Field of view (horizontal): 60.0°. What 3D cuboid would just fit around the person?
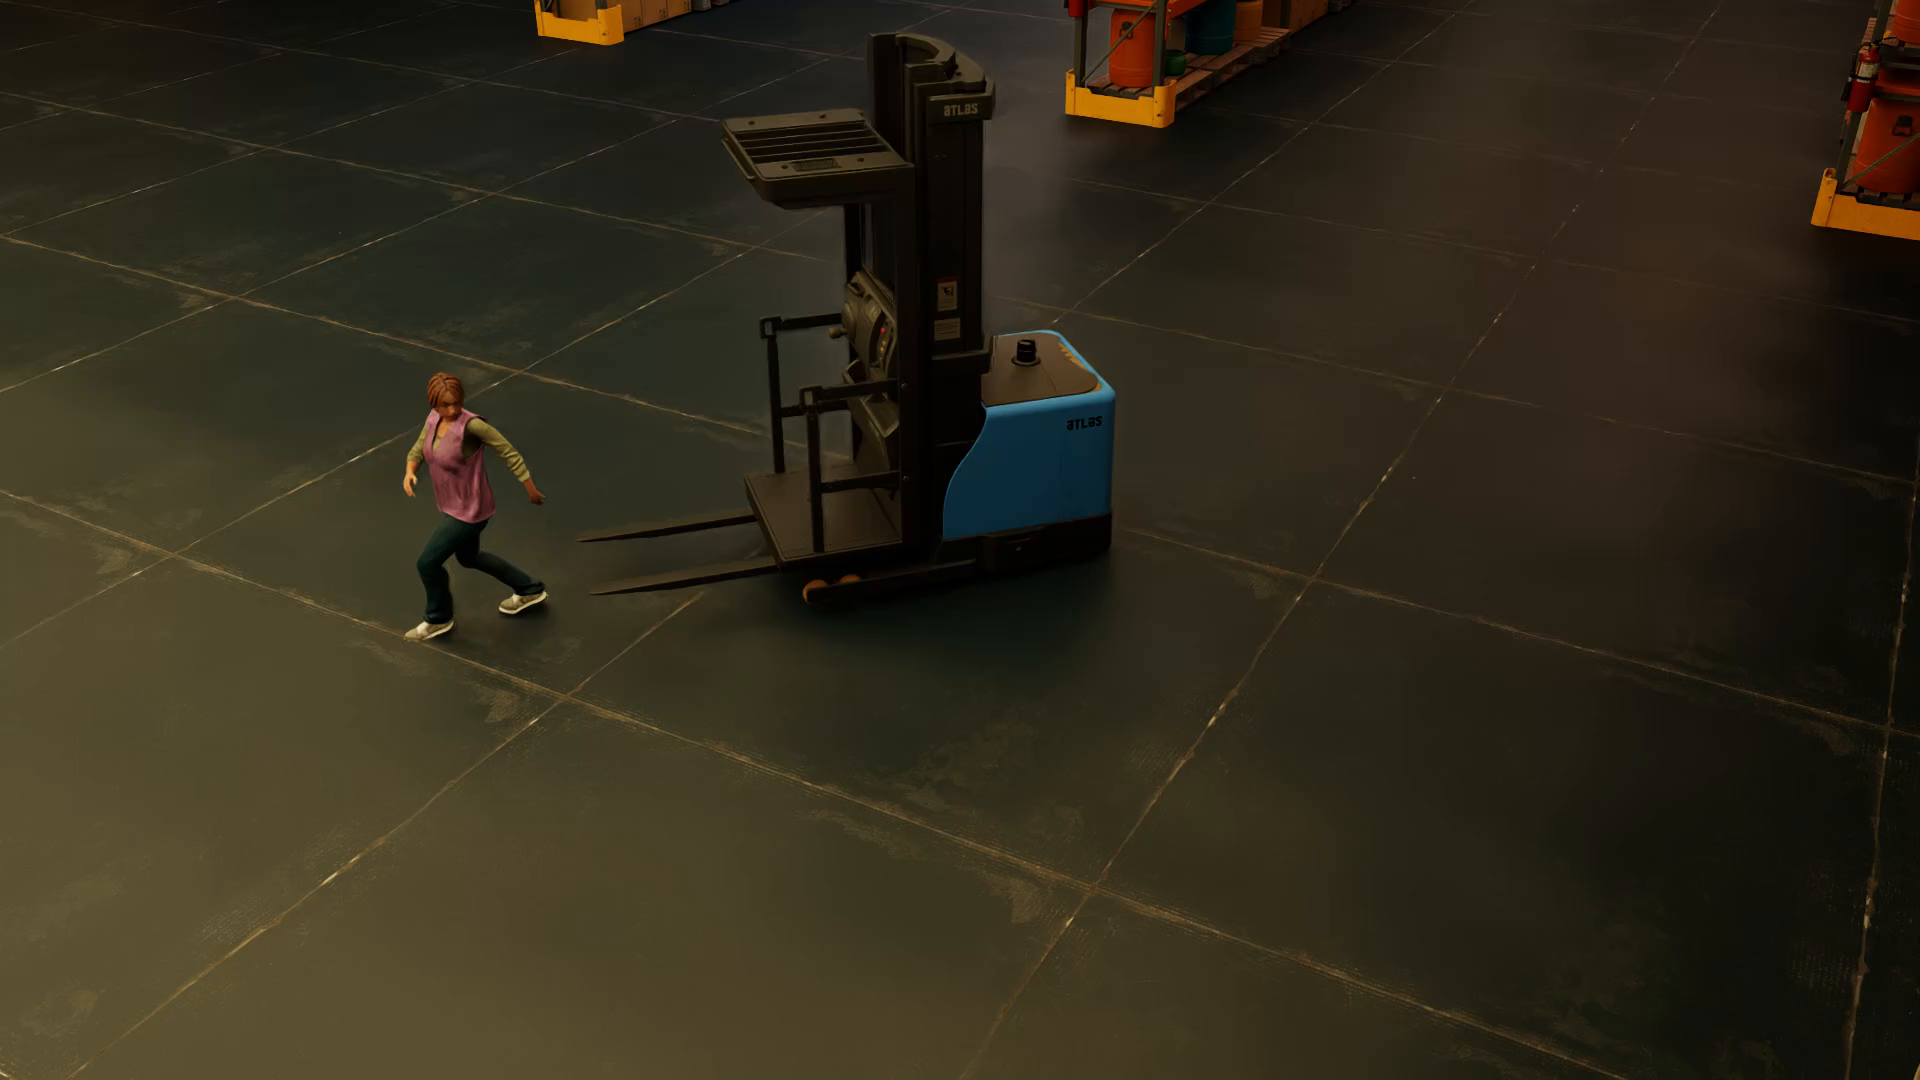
[{"bbox_3d":[-2.644,-0.177,8.828,0.826,1.527,0.428,-16,34,-26],"label":"person"}]

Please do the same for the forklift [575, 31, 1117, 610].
[{"bbox_3d":[-0.680,-1.173,9.104,3.031,2.935,1.130,-9,31,-15],"label":"forklift"}]
